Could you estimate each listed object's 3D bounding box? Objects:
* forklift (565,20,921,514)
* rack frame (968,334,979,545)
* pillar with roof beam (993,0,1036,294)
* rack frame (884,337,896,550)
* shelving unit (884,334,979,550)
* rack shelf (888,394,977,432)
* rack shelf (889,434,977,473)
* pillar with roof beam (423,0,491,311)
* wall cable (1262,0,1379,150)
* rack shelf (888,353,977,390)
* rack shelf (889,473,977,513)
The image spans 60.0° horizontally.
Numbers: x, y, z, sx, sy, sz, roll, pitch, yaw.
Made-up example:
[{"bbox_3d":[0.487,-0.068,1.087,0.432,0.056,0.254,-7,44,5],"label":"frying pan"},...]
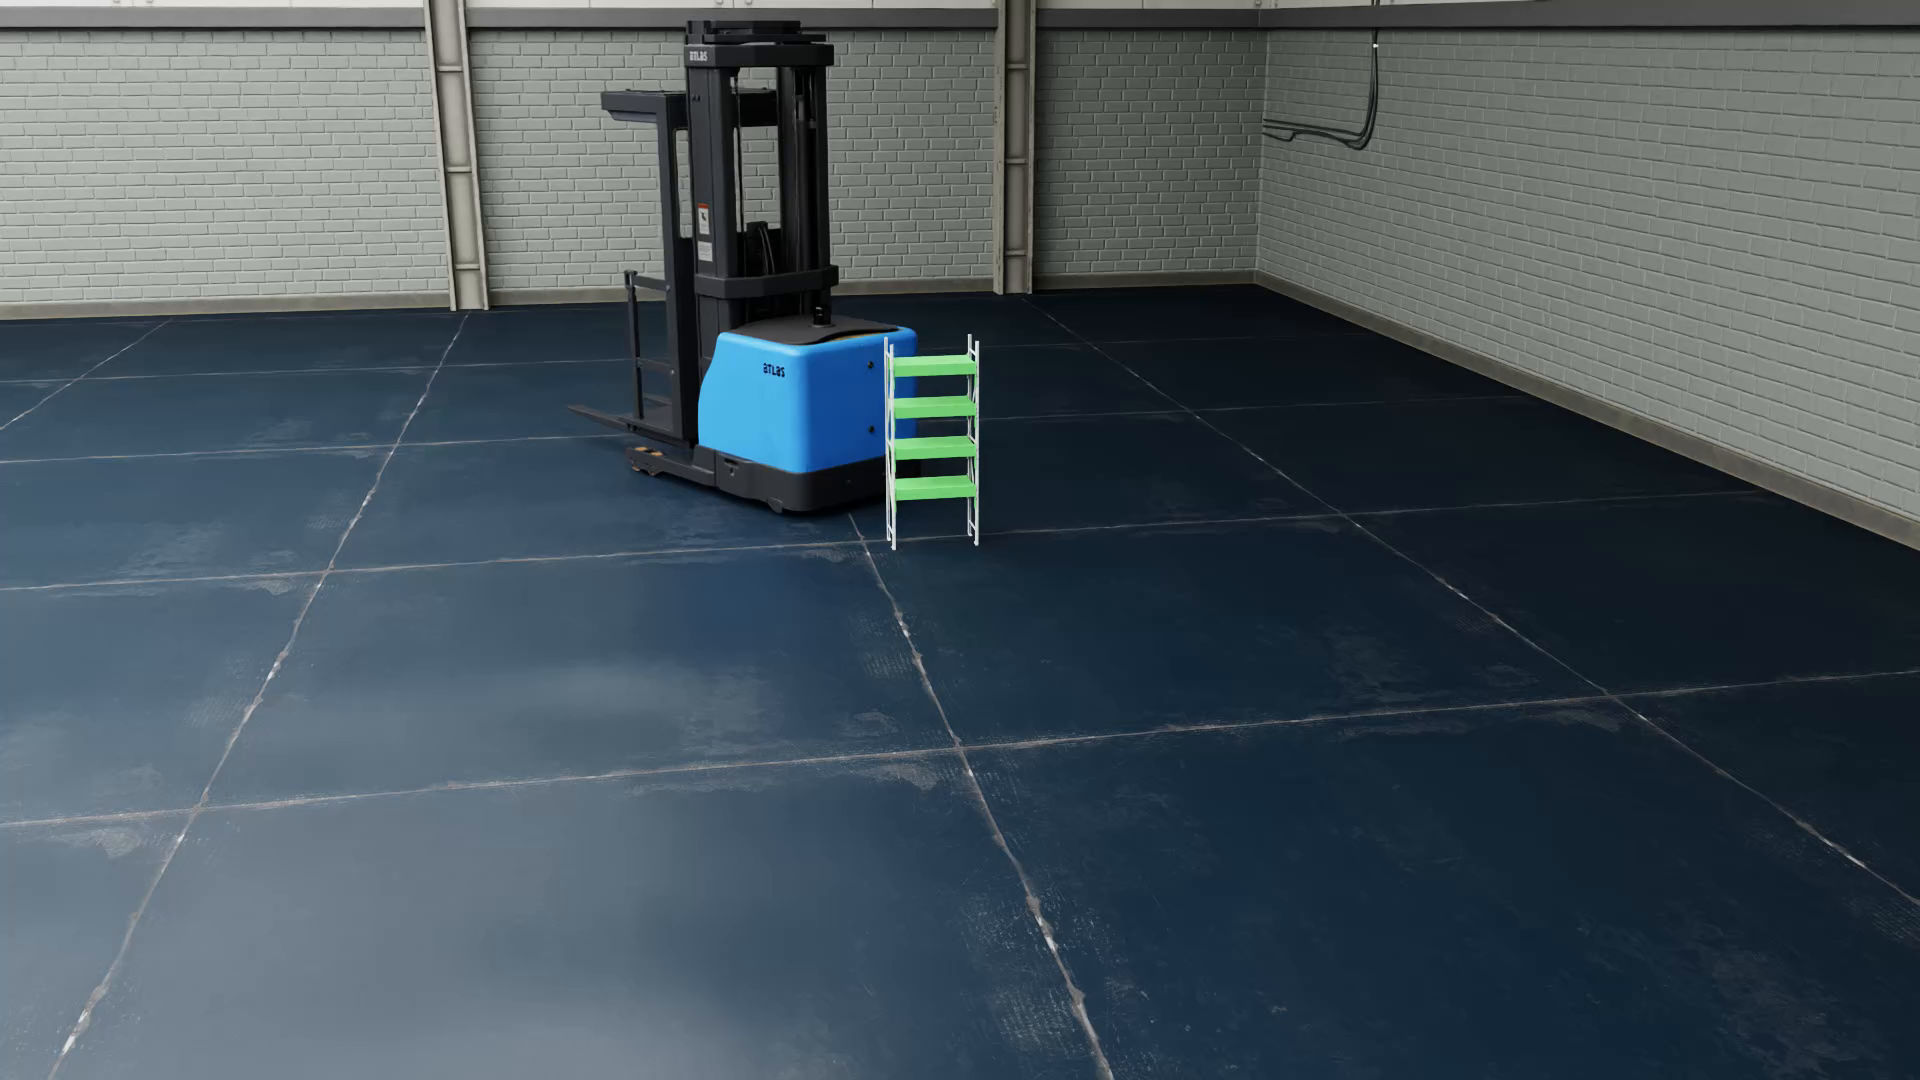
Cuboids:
[{"bbox_3d":[-1.630,-1.920,11.073,1.130,2.935,3.031,-16,23,-41],"label":"forklift"},{"bbox_3d":[0.077,-0.578,9.650,0.015,1.200,0.240,-3,17,-10],"label":"rack frame"},{"bbox_3d":[1.420,-5.906,13.714,0.400,9.000,9.100,-3,17,-10],"label":"pillar with roof beam"},{"bbox_3d":[-0.402,-0.551,9.561,0.015,1.200,0.240,-3,17,-10],"label":"rack frame"},{"bbox_3d":[-0.163,-0.564,9.606,0.503,1.200,0.258,-3,17,-10],"label":"shelving unit"},{"bbox_3d":[-0.163,-0.733,9.554,0.480,0.148,0.258,-3,17,-10],"label":"rack shelf"},{"bbox_3d":[-0.163,-0.503,9.624,0.480,0.148,0.258,-3,17,-10],"label":"rack shelf"},{"bbox_3d":[-4.471,-5.572,12.626,0.400,9.000,9.100,-3,17,-10],"label":"pillar with roof beam"},{"bbox_3d":[3.747,-5.446,17.504,0.112,2.526,3.097,-3,17,-10],"label":"wall cable"},{"bbox_3d":[-0.163,-0.962,9.483,0.480,0.148,0.258,-3,17,-10],"label":"rack shelf"},{"bbox_3d":[-0.163,-0.274,9.695,0.480,0.148,0.258,-3,17,-10],"label":"rack shelf"}]
